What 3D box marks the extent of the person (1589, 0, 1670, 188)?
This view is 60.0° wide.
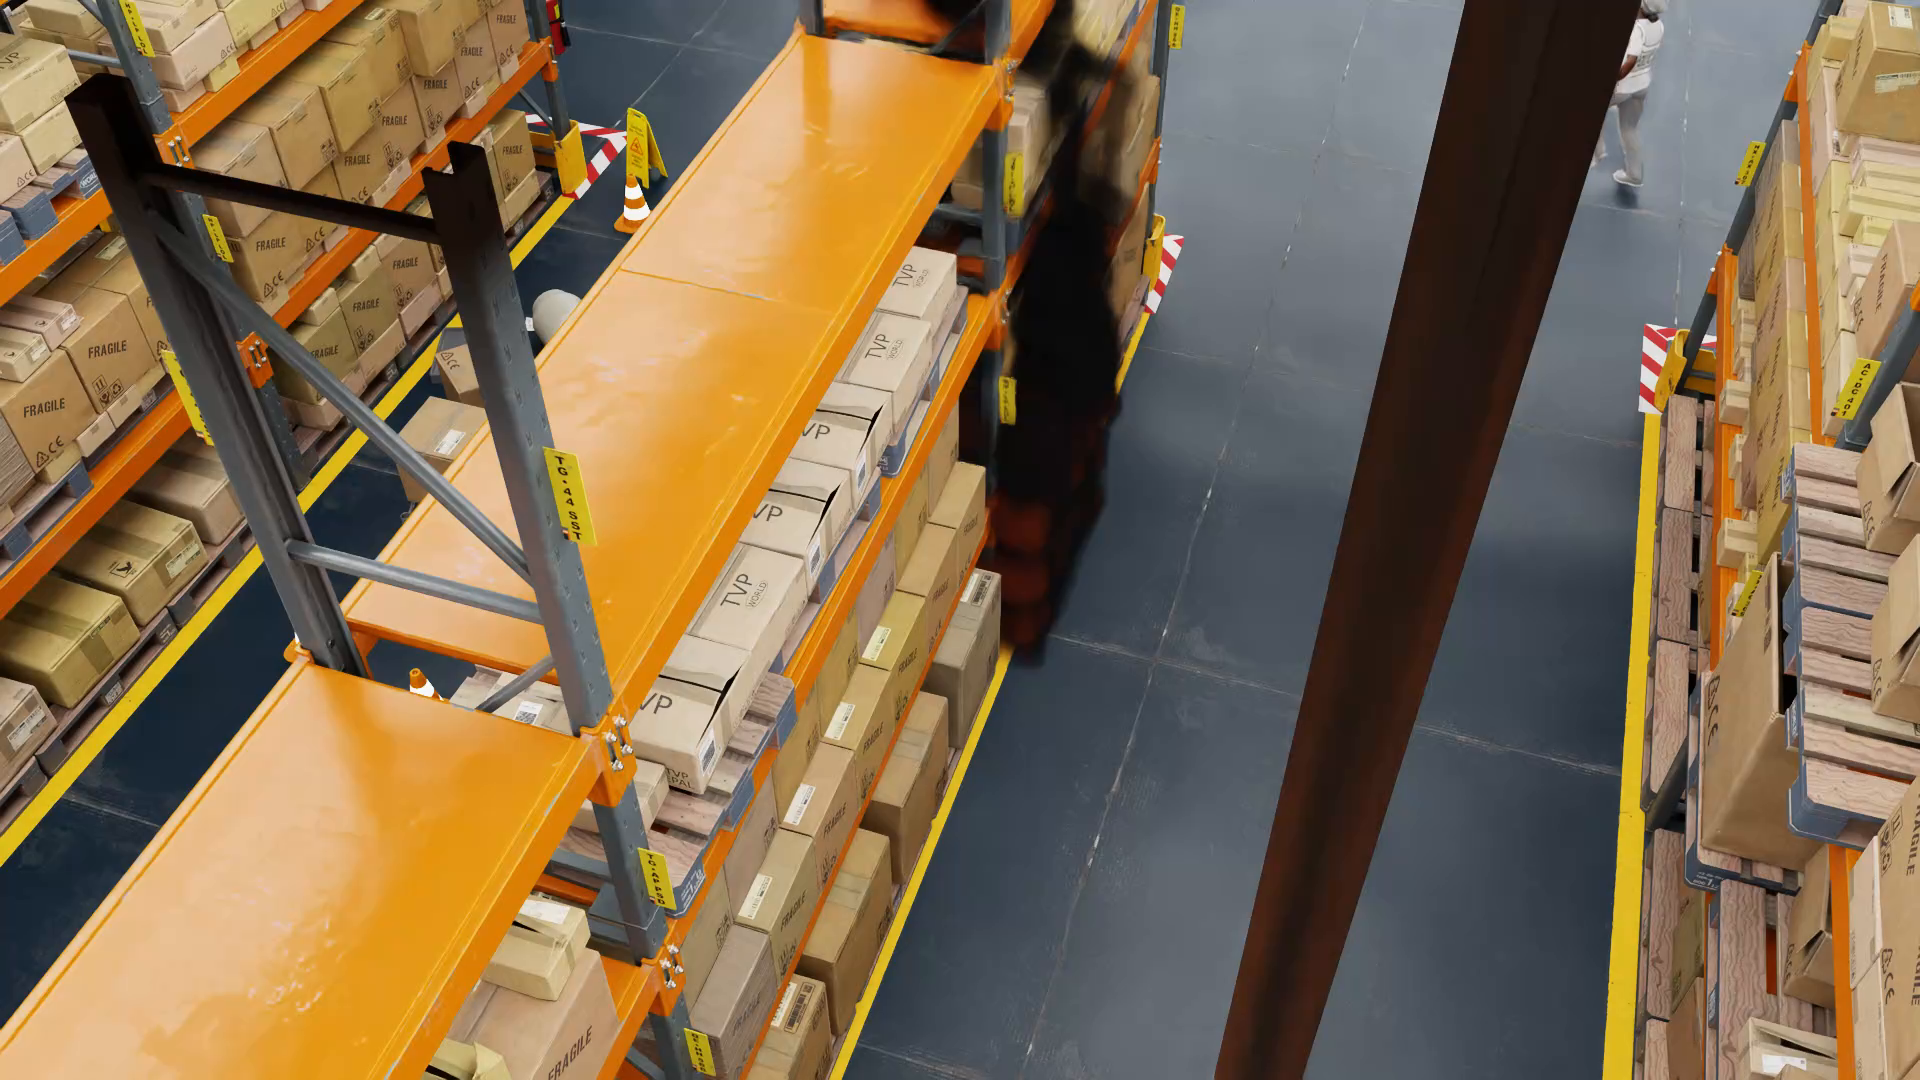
[{"bbox_3d":[5.392,-3.699,13.557,0.584,1.668,0.830,-20,49,-19],"label":"person"}]
